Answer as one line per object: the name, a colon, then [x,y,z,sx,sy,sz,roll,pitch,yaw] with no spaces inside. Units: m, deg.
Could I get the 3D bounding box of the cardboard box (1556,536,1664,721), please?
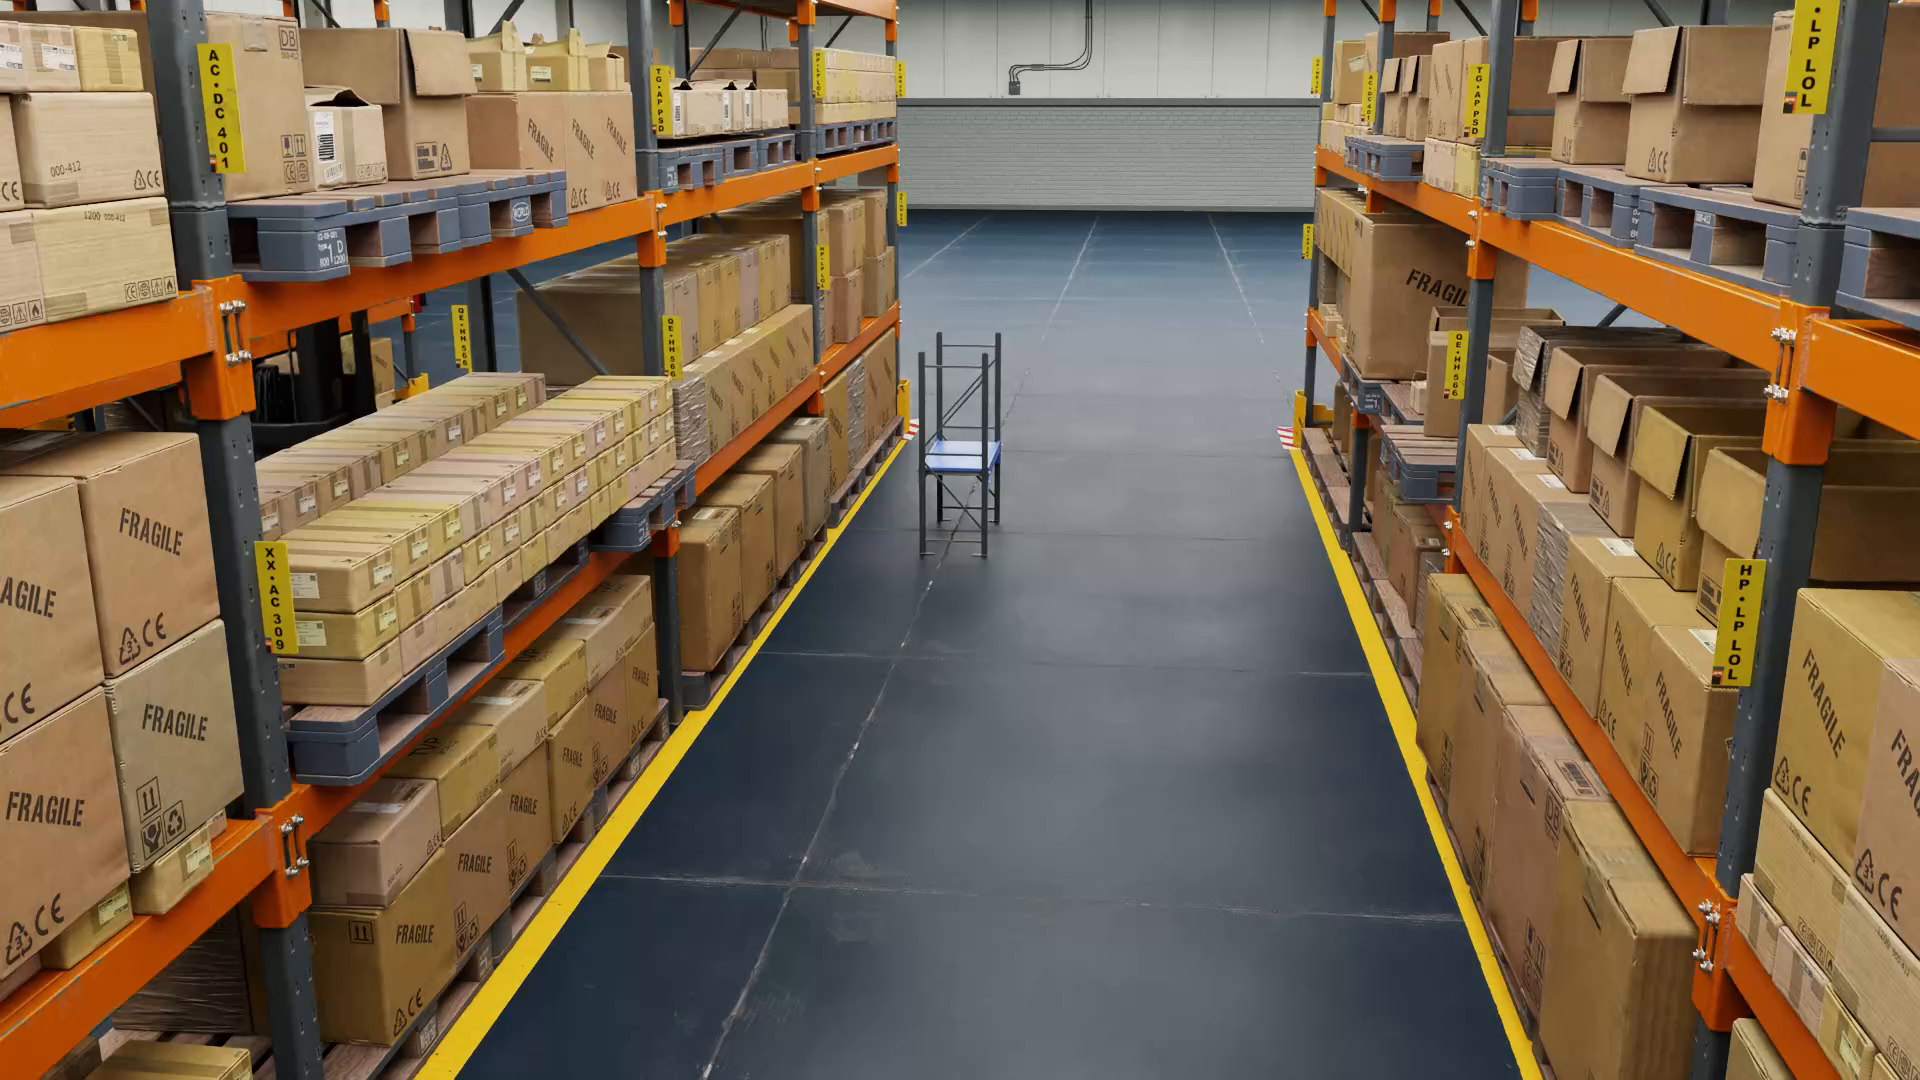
cardboard box: [2.355,0.297,5.625,0.500,0.500,0.500,2,15,6]

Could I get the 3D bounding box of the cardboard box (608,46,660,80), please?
cardboard box: [-2.088,-2.677,9.883,0.500,0.500,0.500,2,15,6]

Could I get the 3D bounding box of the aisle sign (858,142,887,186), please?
aisle sign: [-0.797,-3.810,16.027,0.394,0.787,0.004,2,15,6]

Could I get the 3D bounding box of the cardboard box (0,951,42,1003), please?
cardboard box: [-2.365,0.971,3.806,0.380,0.149,0.250,1,15,5]

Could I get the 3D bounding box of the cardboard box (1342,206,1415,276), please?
cardboard box: [3.194,-2.265,12.616,0.500,0.500,0.500,2,15,6]

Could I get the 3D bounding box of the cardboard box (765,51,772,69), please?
cardboard box: [-1.717,-3.838,13.321,0.380,0.149,0.250,2,15,6]

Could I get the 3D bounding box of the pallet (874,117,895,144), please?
pallet: [-1.177,-3.758,15.238,1.003,0.211,1.213,2,15,6]

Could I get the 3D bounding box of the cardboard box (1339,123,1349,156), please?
cardboard box: [3.337,-3.234,13.418,0.500,0.250,0.500,2,15,8]

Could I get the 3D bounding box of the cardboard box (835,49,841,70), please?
cardboard box: [-1.120,-3.687,12.764,0.380,0.149,0.250,2,15,6]

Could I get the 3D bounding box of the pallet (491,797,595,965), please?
pallet: [-2.236,1.393,7.105,1.003,0.211,1.213,2,15,6]

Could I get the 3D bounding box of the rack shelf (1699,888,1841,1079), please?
rack shelf: [2.234,1.605,2.359,1.077,0.370,4.000,2,15,6]

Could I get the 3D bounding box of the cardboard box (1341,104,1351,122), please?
cardboard box: [3.372,-3.541,13.787,0.380,0.149,0.250,1,15,4]

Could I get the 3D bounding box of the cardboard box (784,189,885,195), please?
cardboard box: [-1.184,-3.045,15.819,0.875,0.550,0.550,2,15,6]

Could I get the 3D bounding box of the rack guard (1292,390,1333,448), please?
rack guard: [3.805,-1.147,15.947,1.175,0.500,0.348,2,15,6]

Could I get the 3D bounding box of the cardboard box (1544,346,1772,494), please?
cardboard box: [2.736,-0.473,6.552,0.797,0.503,0.637,2,15,8]

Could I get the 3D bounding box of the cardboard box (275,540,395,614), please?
cardboard box: [-1.956,0.109,5.049,0.380,0.149,0.250,2,15,9]

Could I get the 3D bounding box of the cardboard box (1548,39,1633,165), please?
cardboard box: [2.913,-1.839,6.968,0.797,0.503,0.637,3,15,10]

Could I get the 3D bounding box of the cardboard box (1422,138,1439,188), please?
cardboard box: [2.823,-2.064,9.090,0.500,0.250,0.500,2,15,8]

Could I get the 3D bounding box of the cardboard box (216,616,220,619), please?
cardboard box: [-2.581,0.309,5.451,0.380,0.149,0.250,2,15,7]

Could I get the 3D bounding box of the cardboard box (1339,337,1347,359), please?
cardboard box: [3.137,-1.475,12.852,0.380,0.149,0.250,2,15,6]

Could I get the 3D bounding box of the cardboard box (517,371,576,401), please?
cardboard box: [-2.222,-0.644,9.106,0.500,0.500,0.500,2,15,6]

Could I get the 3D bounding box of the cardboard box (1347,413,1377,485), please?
cardboard box: [3.496,-0.747,13.662,0.500,0.500,0.500,0,15,1]

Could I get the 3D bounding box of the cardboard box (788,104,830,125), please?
cardboard box: [-1.176,-3.171,12.380,0.380,0.149,0.250,1,15,5]

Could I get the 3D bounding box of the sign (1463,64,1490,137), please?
sign: [2.372,-2.013,7.623,0.100,0.325,0.005,2,15,6]

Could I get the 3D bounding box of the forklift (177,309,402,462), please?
forklift: [-4.179,-0.957,10.585,1.130,2.935,3.031,1,15,2]

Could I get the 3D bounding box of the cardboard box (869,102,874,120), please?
cardboard box: [-0.948,-3.698,14.330,0.380,0.149,0.250,2,15,7]

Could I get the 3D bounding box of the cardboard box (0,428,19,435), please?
cardboard box: [-2.751,0.002,4.232,0.500,0.500,0.500,2,15,8]

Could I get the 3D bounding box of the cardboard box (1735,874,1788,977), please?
cardboard box: [2.095,0.927,3.969,0.380,0.149,0.250,2,15,6]

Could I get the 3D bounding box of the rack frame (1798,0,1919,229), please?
rack frame: [2.459,-2.157,3.401,1.000,3.000,0.127,2,15,6]

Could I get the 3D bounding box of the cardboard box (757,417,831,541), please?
cardboard box: [-1.536,-0.462,12.128,1.050,0.750,0.750,2,15,6]

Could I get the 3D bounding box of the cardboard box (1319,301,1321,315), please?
cardboard box: [3.497,-2.121,15.242,0.380,0.149,0.250,2,15,6]

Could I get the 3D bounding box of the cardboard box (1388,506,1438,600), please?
cardboard box: [3.136,0.085,10.547,0.700,0.500,0.500,0,15,1]

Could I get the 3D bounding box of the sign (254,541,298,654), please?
sign: [-1.918,0.162,4.656,0.100,0.325,0.005,2,15,6]

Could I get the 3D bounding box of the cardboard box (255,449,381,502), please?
cardboard box: [-2.458,-0.250,6.378,0.380,0.149,0.250,1,15,4]

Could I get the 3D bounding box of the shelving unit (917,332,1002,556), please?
shelving unit: [0.010,-0.746,12.548,0.538,1.500,1.048,2,15,6]

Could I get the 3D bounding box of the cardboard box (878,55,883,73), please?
cardboard box: [-0.891,-4.213,14.707,0.380,0.149,0.250,2,15,7]

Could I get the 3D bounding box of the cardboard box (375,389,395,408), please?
cardboard box: [-5.860,-1.317,16.250,0.500,0.250,0.500,2,15,6]

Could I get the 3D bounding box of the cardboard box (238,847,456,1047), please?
cardboard box: [-2.111,1.386,5.772,0.500,0.500,0.500,2,15,8]

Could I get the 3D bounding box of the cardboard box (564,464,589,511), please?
cardboard box: [-1.753,-0.220,6.836,0.380,0.149,0.250,2,15,8]

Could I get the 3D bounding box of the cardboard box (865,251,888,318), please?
cardboard box: [-1.141,-2.378,15.421,0.875,0.550,0.550,2,15,6]

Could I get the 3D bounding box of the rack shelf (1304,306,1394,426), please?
rack shelf: [3.588,-1.508,13.869,1.077,0.370,4.000,2,15,6]

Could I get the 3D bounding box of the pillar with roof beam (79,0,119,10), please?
pillar with roof beam: [-6.985,-6.982,21.244,9.100,9.000,0.400,2,15,6]

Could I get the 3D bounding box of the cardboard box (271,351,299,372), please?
cardboard box: [-5.992,-1.558,14.460,0.380,0.149,0.250,3,15,9]

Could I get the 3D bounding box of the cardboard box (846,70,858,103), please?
cardboard box: [-1.110,-3.659,13.422,0.500,0.250,0.500,2,15,6]

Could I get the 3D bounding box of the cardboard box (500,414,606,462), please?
cardboard box: [-1.726,-0.434,7.059,0.380,0.149,0.250,2,15,6]

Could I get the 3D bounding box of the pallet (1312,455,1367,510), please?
pallet: [3.538,-0.483,14.043,1.003,0.211,1.213,2,15,6]

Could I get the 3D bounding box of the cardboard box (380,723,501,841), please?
cardboard box: [-2.054,0.886,6.186,0.500,0.250,0.500,2,15,8]

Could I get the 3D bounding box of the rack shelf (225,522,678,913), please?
rack shelf: [-2.232,0.395,6.833,1.077,0.370,4.000,2,15,6]

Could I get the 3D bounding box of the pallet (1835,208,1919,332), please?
pallet: [2.357,-0.455,3.020,1.003,0.211,1.213,2,15,6]

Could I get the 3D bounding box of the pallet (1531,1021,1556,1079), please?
pallet: [2.471,1.882,5.296,1.003,0.211,1.213,2,15,6]

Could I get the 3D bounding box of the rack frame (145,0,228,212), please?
rack frame: [-2.458,-2.330,4.038,1.000,3.000,0.127,2,15,6]

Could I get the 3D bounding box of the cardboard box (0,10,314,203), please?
cardboard box: [-2.306,-1.228,4.713,0.700,0.500,0.500,2,15,6]

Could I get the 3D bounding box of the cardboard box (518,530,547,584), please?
cardboard box: [-1.814,0.057,6.380,0.380,0.149,0.250,1,15,5]
